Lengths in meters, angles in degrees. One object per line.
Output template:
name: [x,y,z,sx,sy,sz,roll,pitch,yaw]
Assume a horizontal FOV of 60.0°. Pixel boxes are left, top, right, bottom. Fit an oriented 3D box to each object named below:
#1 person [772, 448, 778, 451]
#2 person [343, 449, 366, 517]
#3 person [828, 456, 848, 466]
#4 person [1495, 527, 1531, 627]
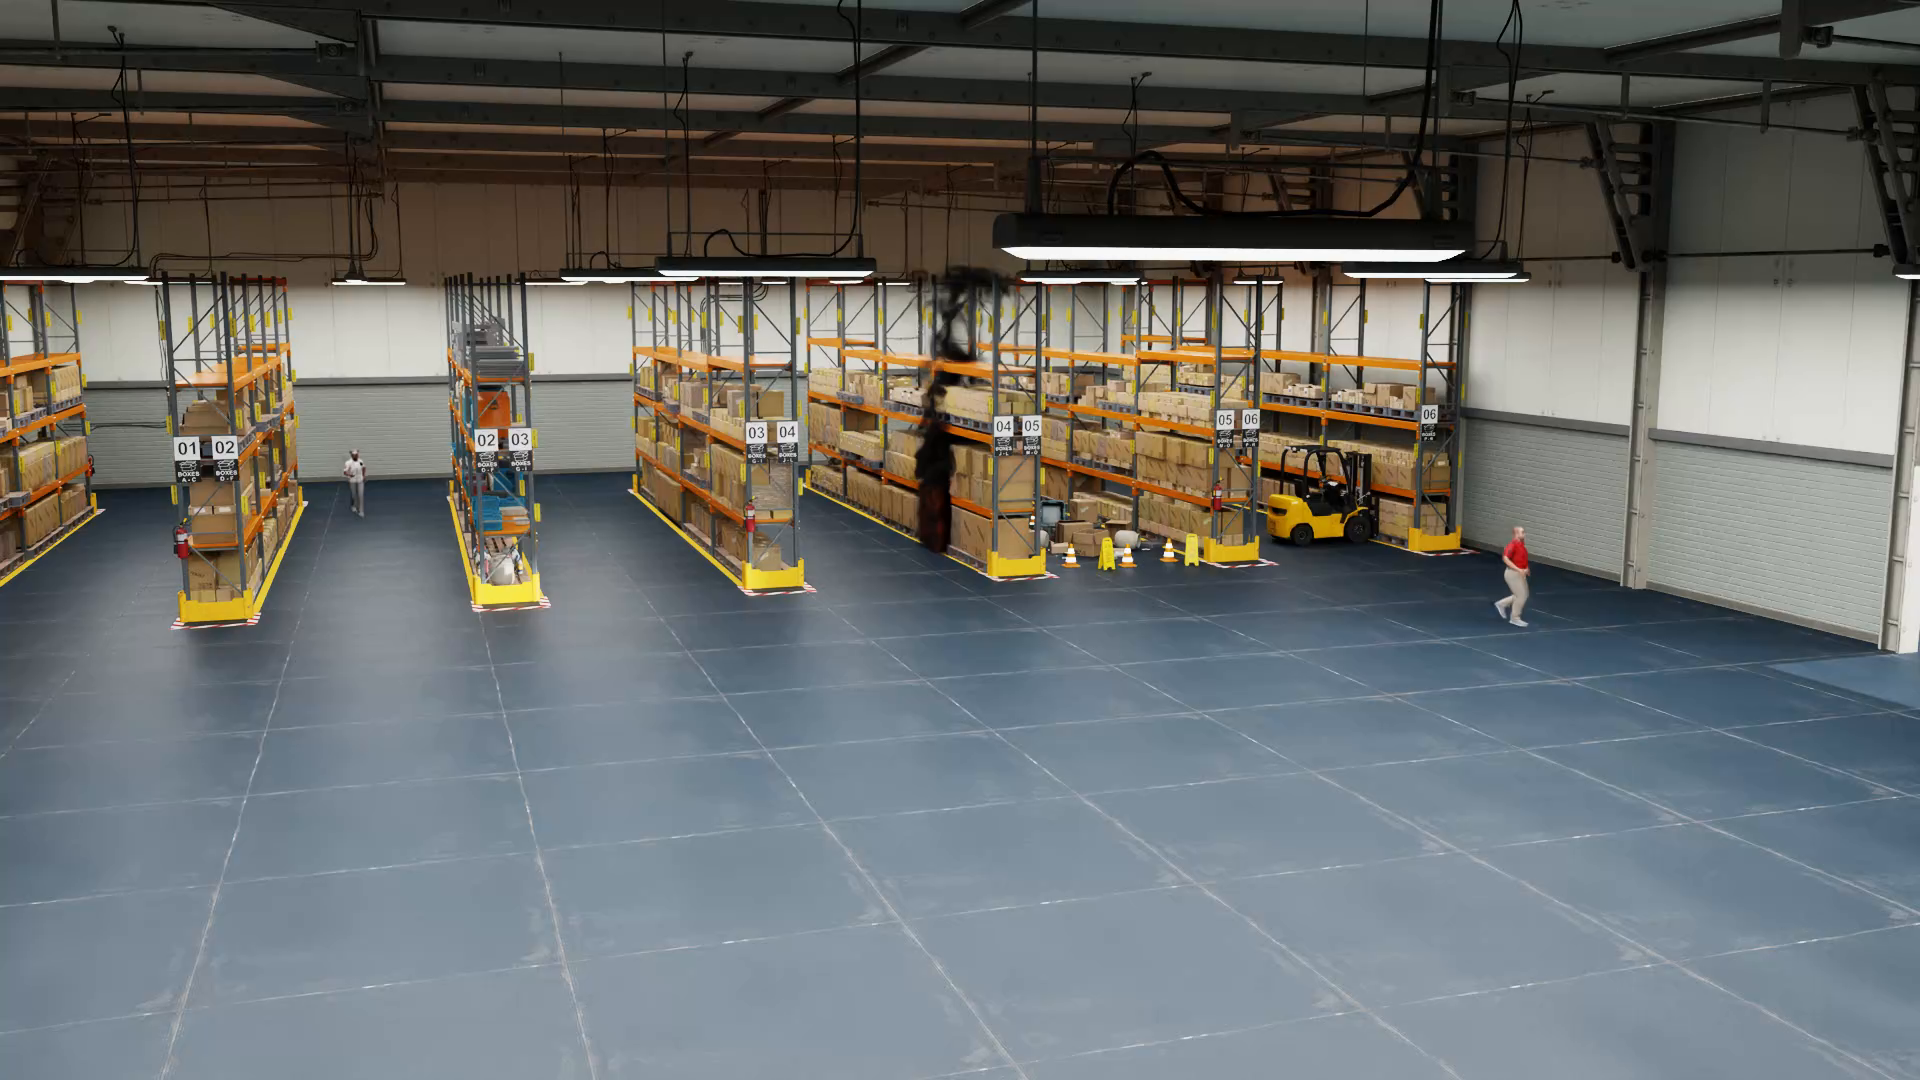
person: [-4.957,-1.993,45.995,0.644,1.641,1.097,-1,9,-7]
person: [-15.299,-1.464,42.091,0.578,1.696,0.940,-5,10,-30]
person: [-3.622,-2.658,49.896,0.909,1.815,0.613,-8,12,-43]
person: [9.464,0.610,28.486,0.628,1.700,0.671,6,11,35]
